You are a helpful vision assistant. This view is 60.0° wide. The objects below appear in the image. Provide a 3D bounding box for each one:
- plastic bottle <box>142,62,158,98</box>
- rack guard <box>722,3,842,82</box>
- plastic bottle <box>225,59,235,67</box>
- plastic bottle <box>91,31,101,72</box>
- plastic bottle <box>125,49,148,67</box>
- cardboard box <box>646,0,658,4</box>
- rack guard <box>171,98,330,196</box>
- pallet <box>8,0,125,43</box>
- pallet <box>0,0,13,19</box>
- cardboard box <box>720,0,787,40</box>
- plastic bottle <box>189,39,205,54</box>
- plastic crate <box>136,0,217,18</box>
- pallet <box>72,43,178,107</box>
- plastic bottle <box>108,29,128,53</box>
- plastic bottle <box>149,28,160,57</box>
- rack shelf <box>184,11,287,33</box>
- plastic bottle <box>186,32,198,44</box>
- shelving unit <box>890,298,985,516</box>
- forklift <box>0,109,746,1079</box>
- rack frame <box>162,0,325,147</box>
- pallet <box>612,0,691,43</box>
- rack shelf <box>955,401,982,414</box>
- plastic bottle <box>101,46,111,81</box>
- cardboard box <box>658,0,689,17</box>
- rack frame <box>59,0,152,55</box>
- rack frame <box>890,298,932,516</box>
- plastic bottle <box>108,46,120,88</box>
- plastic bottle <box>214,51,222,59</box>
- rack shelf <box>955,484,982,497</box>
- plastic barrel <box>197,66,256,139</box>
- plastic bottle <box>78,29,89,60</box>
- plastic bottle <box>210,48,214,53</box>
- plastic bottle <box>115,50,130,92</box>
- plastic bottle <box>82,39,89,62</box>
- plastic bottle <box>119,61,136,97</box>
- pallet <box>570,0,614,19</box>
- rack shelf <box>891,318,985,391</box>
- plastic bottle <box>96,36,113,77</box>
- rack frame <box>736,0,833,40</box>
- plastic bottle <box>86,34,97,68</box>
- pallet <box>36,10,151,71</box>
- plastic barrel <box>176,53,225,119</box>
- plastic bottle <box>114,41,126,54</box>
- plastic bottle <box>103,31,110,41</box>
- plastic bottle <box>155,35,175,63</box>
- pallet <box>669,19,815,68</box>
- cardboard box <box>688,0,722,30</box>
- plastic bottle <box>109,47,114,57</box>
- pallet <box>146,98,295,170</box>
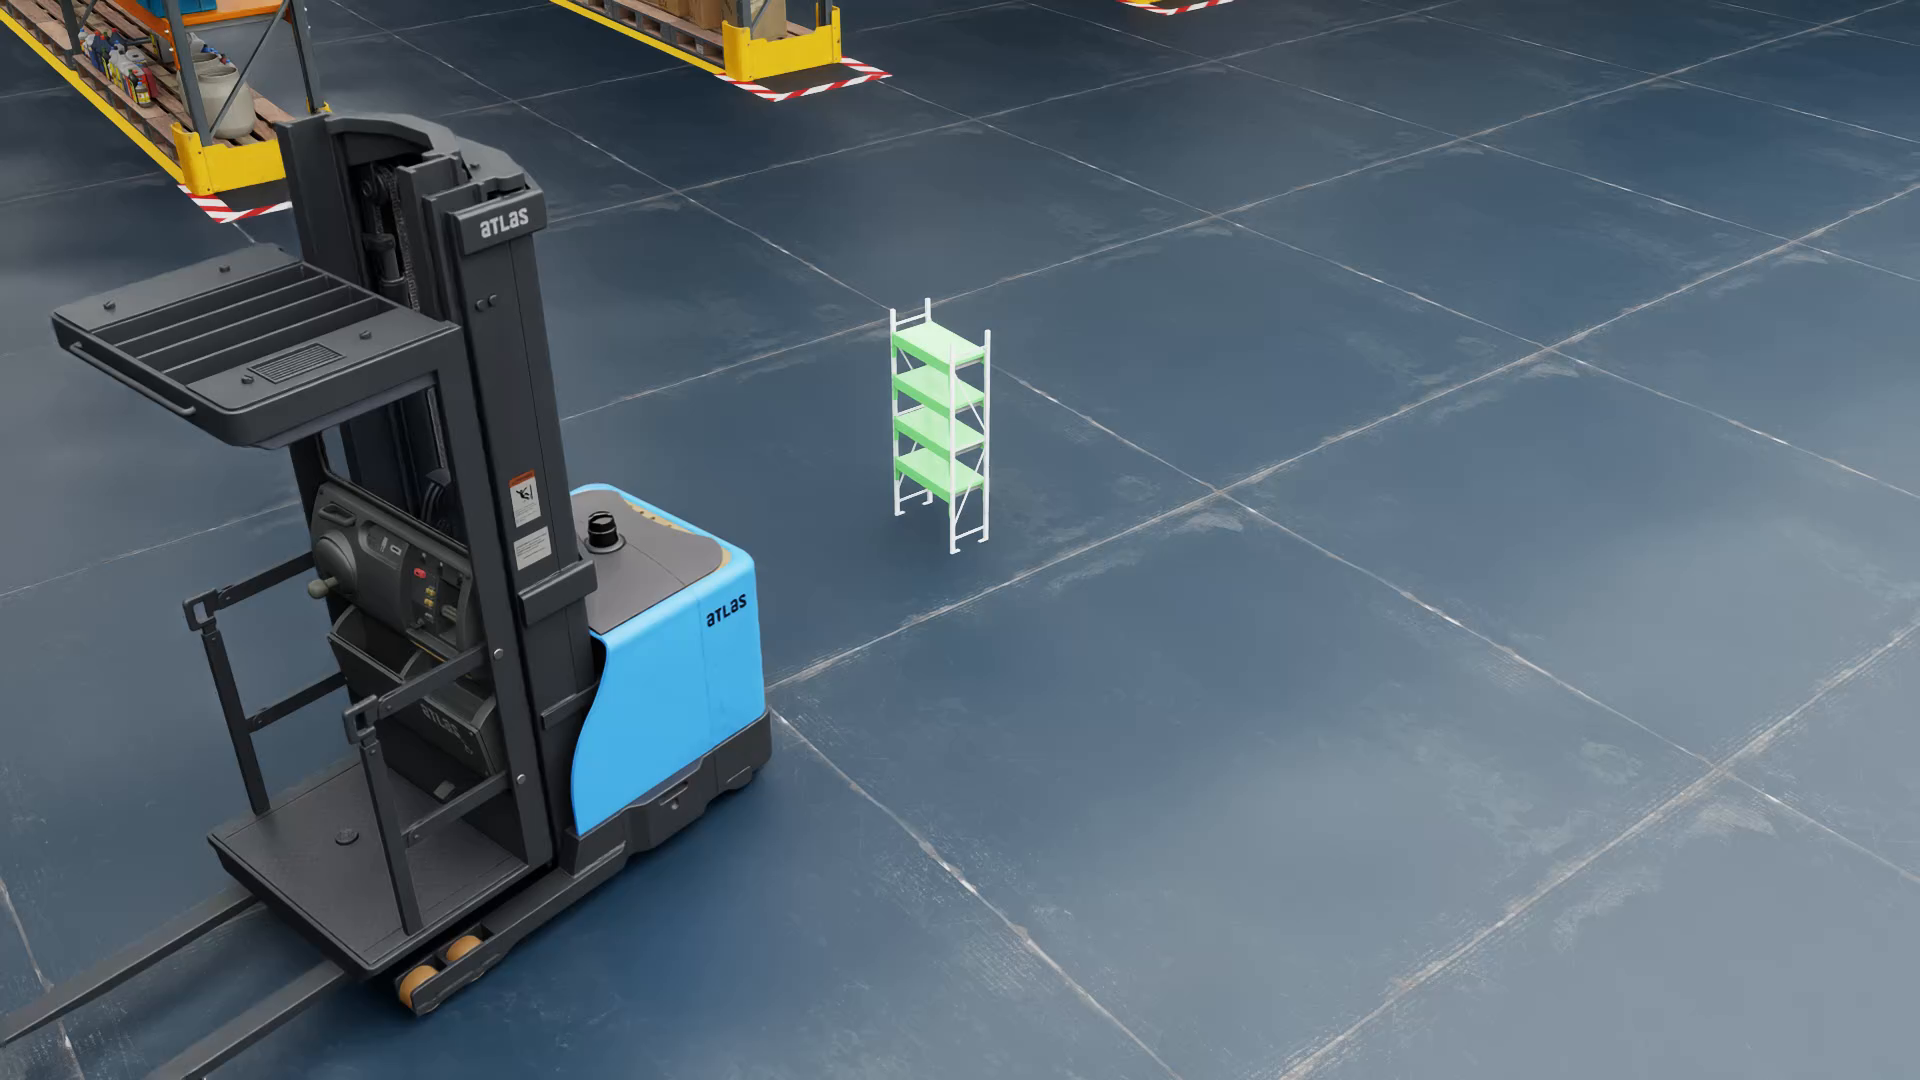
[{"bbox_3d":[-7.091,-4.025,14.545,0.061,0.283,0.133,-22,38,-31],"label":"plastic bottle"},{"bbox_3d":[-1.703,-4.792,15.992,1.175,0.500,0.348,-22,38,-31],"label":"rack guard"},{"bbox_3d":[-6.435,-4.104,14.684,0.097,0.271,0.097,0,32,0],"label":"plastic bottle"},{"bbox_3d":[-7.855,-4.478,15.210,0.144,0.351,0.185,-21,38,-30],"label":"plastic bottle"},{"bbox_3d":[-7.377,-4.249,14.912,0.152,0.276,0.135,-22,38,-31],"label":"plastic bottle"},{"bbox_3d":[-3.096,-5.957,17.469,0.500,0.500,0.500,-26,40,-35],"label":"cardboard box"},{"bbox_3d":[-5.653,-3.174,13.387,1.175,0.500,0.348,-22,38,-31],"label":"rack guard"},{"bbox_3d":[-9.287,-5.526,17.447,1.003,0.211,1.213,-22,38,-31],"label":"pallet"},{"bbox_3d":[-10.030,-6.034,18.265,1.003,0.211,1.213,-22,38,-31],"label":"pallet"},{"bbox_3d":[-2.026,-5.205,16.258,0.500,0.500,0.500,-15,35,-23],"label":"cardboard box"},{"bbox_3d":[-6.987,-4.458,15.249,0.152,0.276,0.135,-22,38,-31],"label":"plastic bottle"},{"bbox_3d":[-7.911,-5.581,14.833,0.499,0.464,6.483,-22,38,-31],"label":"plastic crate"},{"bbox_3d":[-7.643,-4.409,15.649,1.003,0.211,1.213,-22,38,-31],"label":"pallet"},{"bbox_3d":[-7.741,-4.525,15.286,0.144,0.351,0.185,-22,38,-31],"label":"plastic bottle"},{"bbox_3d":[-7.513,-4.727,15.611,0.144,0.351,0.185,-22,38,-31],"label":"plastic bottle"},{"bbox_3d":[-6.796,-4.809,14.195,0.831,0.071,3.687,-22,38,-31],"label":"rack shelf"},{"bbox_3d":[-7.084,-4.559,15.341,0.144,0.351,0.185,-23,38,-32],"label":"plastic bottle"},{"bbox_3d":[-0.105,-0.581,8.548,0.258,1.200,0.492,-22,38,-31],"label":"shelving unit"},{"bbox_3d":[-2.138,0.159,5.716,1.121,2.935,3.031,24,39,33],"label":"forklift"},{"bbox_3d":[-5.569,-4.220,12.701,1.000,3.000,0.127,-22,38,-31],"label":"rack frame"},{"bbox_3d":[-2.918,-5.528,17.450,1.003,0.211,1.213,-22,38,-31],"label":"pallet"},{"bbox_3d":[-0.101,-0.753,8.437,0.199,0.029,0.442,-22,38,-31],"label":"rack shelf"},{"bbox_3d":[-7.671,-4.288,14.969,0.061,0.283,0.133,-20,37,-29],"label":"plastic bottle"},{"bbox_3d":[-2.789,-5.710,17.071,0.500,0.500,0.500,-19,36,-27],"label":"cardboard box"},{"bbox_3d":[-8.022,-5.887,15.385,1.000,3.000,0.127,-22,38,-31],"label":"rack frame"},{"bbox_3d":[-0.251,-0.680,8.708,0.240,1.200,0.015,-22,38,-31],"label":"rack frame"},{"bbox_3d":[-7.478,-4.222,14.799,0.144,0.351,0.185,-23,38,-32],"label":"plastic bottle"},{"bbox_3d":[-6.645,-4.247,14.914,0.097,0.271,0.097,0,32,0],"label":"plastic bottle"},{"bbox_3d":[-0.102,-0.345,8.690,0.199,0.029,0.442,-22,38,-31],"label":"rack shelf"},{"bbox_3d":[-6.033,-3.591,13.649,0.421,0.512,0.421,0,32,0],"label":"plastic barrel"},{"bbox_3d":[-8.173,-4.640,15.547,0.097,0.271,0.097,0,32,0],"label":"plastic bottle"},{"bbox_3d":[-6.706,-4.289,14.981,0.097,0.271,0.097,0,32,0],"label":"plastic bottle"},{"bbox_3d":[-7.364,-4.145,14.674,0.144,0.351,0.185,-21,37,-29],"label":"plastic bottle"},{"bbox_3d":[-8.111,-4.568,15.497,0.097,0.201,0.097,0,32,0],"label":"plastic bottle"},{"bbox_3d":[-7.260,-4.045,14.584,0.152,0.276,0.135,-23,39,-33],"label":"plastic bottle"},{"bbox_3d":[-3.670,-6.036,18.269,1.003,0.211,1.213,-22,38,-31],"label":"pallet"},{"bbox_3d":[-0.101,-0.932,8.325,0.258,0.148,0.480,-22,38,-31],"label":"rack shelf"},{"bbox_3d":[-7.739,-4.399,15.084,0.144,0.351,0.185,-24,39,-33],"label":"plastic bottle"},{"bbox_3d":[-1.657,-5.822,15.281,1.000,3.000,0.127,-22,38,-31],"label":"rack frame"},{"bbox_3d":[-7.953,-4.516,15.343,0.152,0.276,0.135,-21,37,-30],"label":"plastic bottle"},{"bbox_3d":[-8.534,-5.017,16.628,1.003,0.211,1.213,-22,38,-31],"label":"pallet"},{"bbox_3d":[-6.340,-3.800,13.985,0.421,0.512,0.421,0,32,0],"label":"plastic barrel"},{"bbox_3d":[-7.671,-4.423,15.197,0.097,0.271,0.097,0,32,0],"label":"plastic bottle"},{"bbox_3d":[-7.869,-4.554,15.397,0.061,0.283,0.133,-22,38,-31],"label":"plastic bottle"},{"bbox_3d":[-7.383,-4.603,15.483,0.152,0.276,0.135,-22,38,-31],"label":"plastic bottle"},{"bbox_3d":[-2.174,-5.019,16.632,1.003,0.211,1.213,-22,38,-31],"label":"pallet"},{"bbox_3d":[-2.420,-5.443,16.641,0.614,0.500,0.614,-22,38,-31],"label":"cardboard box"},{"bbox_3d":[-7.619,-4.316,15.026,0.097,0.271,0.097,0,32,0],"label":"plastic bottle"},{"bbox_3d":[-6.147,-3.392,14.011,1.003,0.211,1.213,-22,38,-31],"label":"pallet"}]
